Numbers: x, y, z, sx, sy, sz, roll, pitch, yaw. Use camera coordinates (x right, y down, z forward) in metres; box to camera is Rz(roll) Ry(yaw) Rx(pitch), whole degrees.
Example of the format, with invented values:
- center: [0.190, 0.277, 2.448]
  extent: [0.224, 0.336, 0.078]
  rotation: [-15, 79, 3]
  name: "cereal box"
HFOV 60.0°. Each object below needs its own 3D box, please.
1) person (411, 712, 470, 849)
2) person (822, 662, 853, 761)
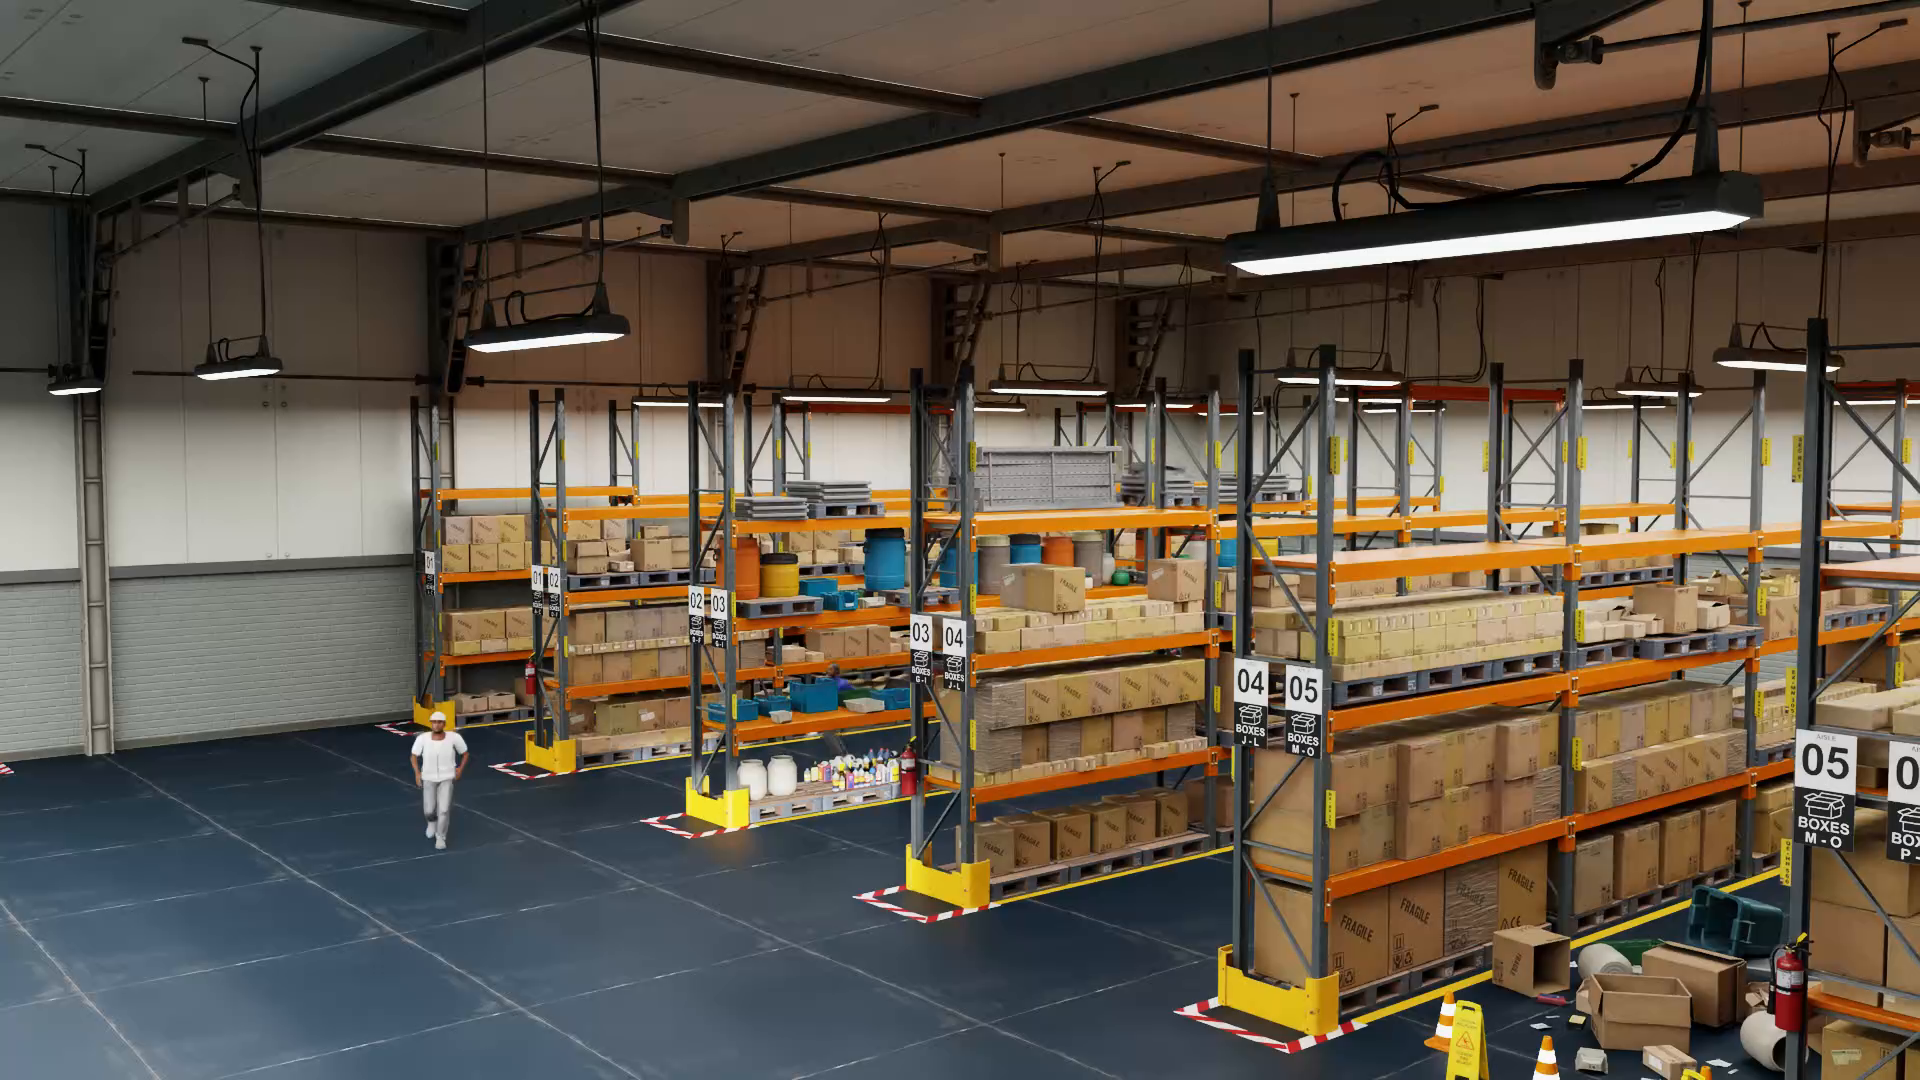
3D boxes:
- center: [-6.652, 3.047, 21.300]
  extent: [0.720, 1.738, 0.578]
  rotation: [-1, 3, -14]
  name: "person"
- center: [-2.026, 2.782, 26.458]
  extent: [0.688, 1.664, 0.544]
  rotation: [-3, 5, -44]
  name: "person"
